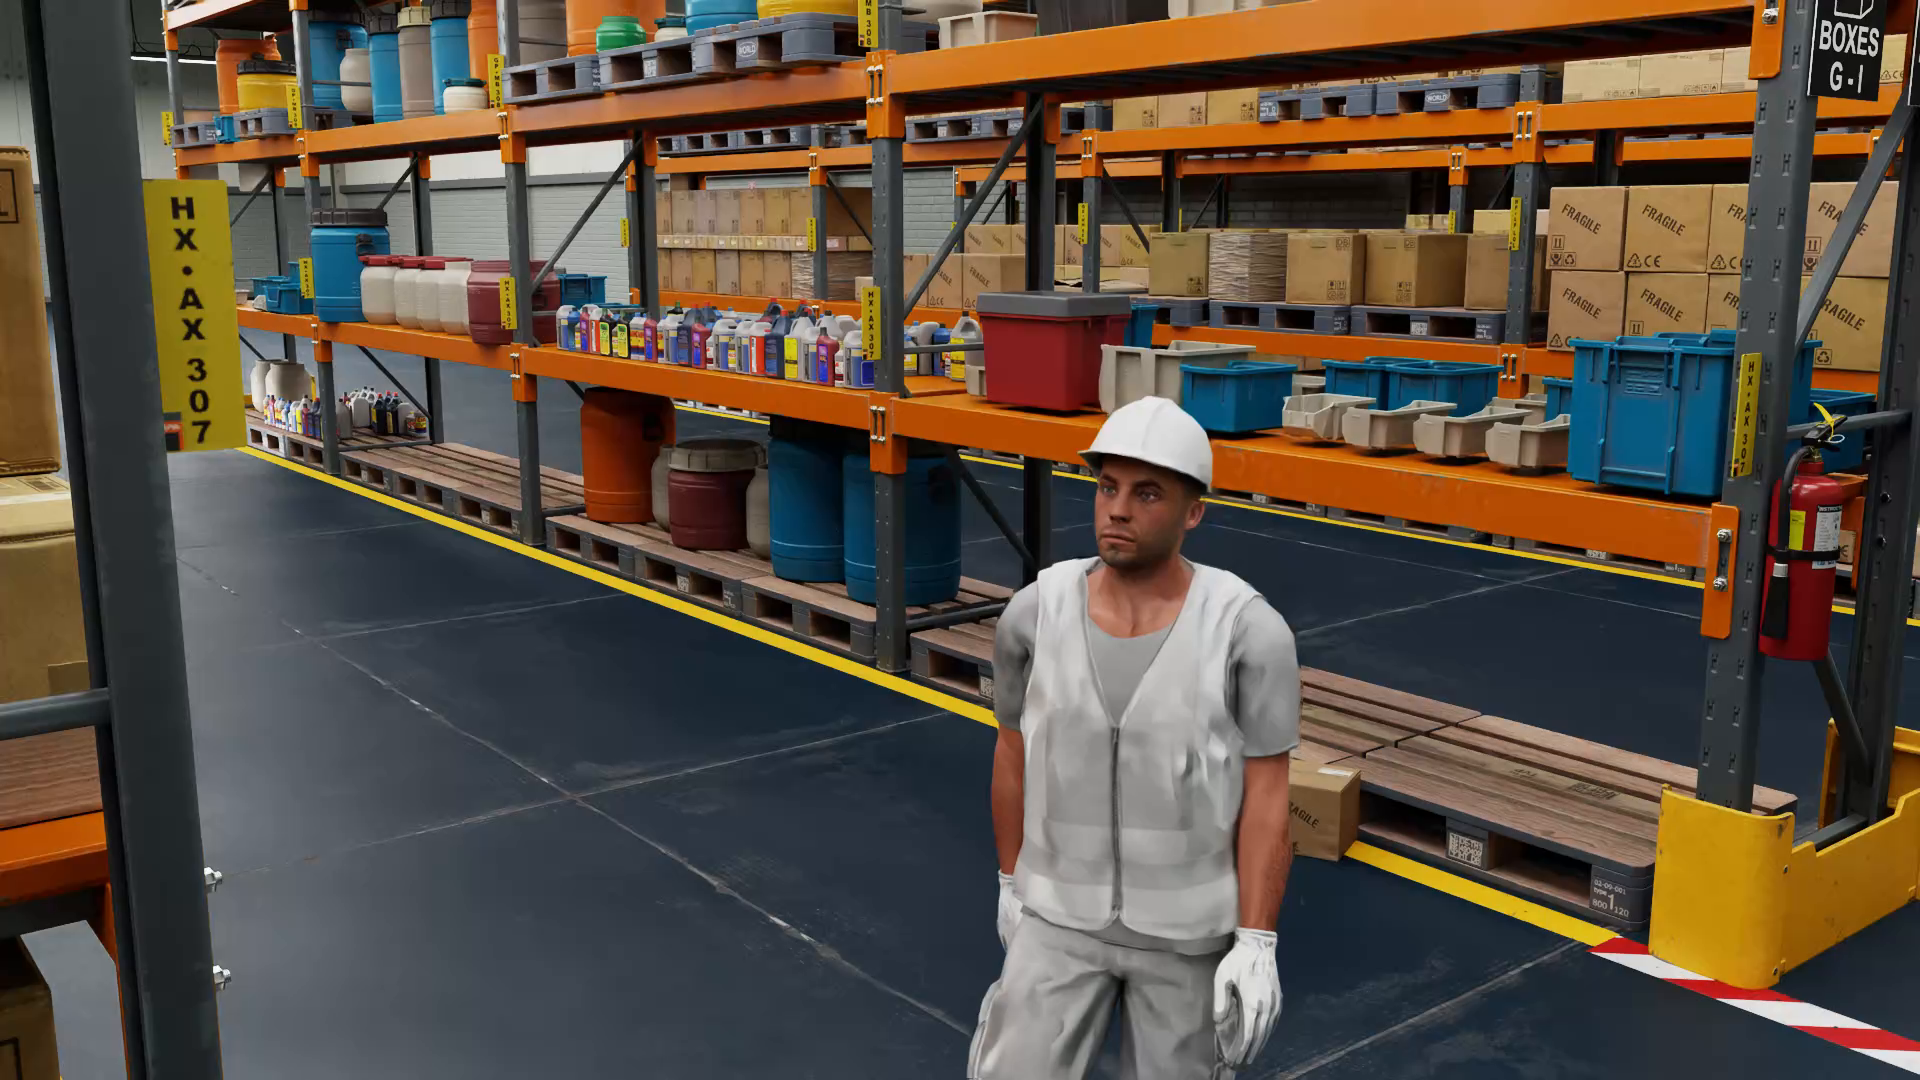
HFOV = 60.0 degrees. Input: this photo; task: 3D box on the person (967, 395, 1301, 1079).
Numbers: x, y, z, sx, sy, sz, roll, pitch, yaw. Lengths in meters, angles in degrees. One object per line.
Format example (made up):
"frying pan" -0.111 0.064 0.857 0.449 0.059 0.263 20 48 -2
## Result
"person" 0.277 0.673 2.765 0.531 1.813 0.468 3 11 14
